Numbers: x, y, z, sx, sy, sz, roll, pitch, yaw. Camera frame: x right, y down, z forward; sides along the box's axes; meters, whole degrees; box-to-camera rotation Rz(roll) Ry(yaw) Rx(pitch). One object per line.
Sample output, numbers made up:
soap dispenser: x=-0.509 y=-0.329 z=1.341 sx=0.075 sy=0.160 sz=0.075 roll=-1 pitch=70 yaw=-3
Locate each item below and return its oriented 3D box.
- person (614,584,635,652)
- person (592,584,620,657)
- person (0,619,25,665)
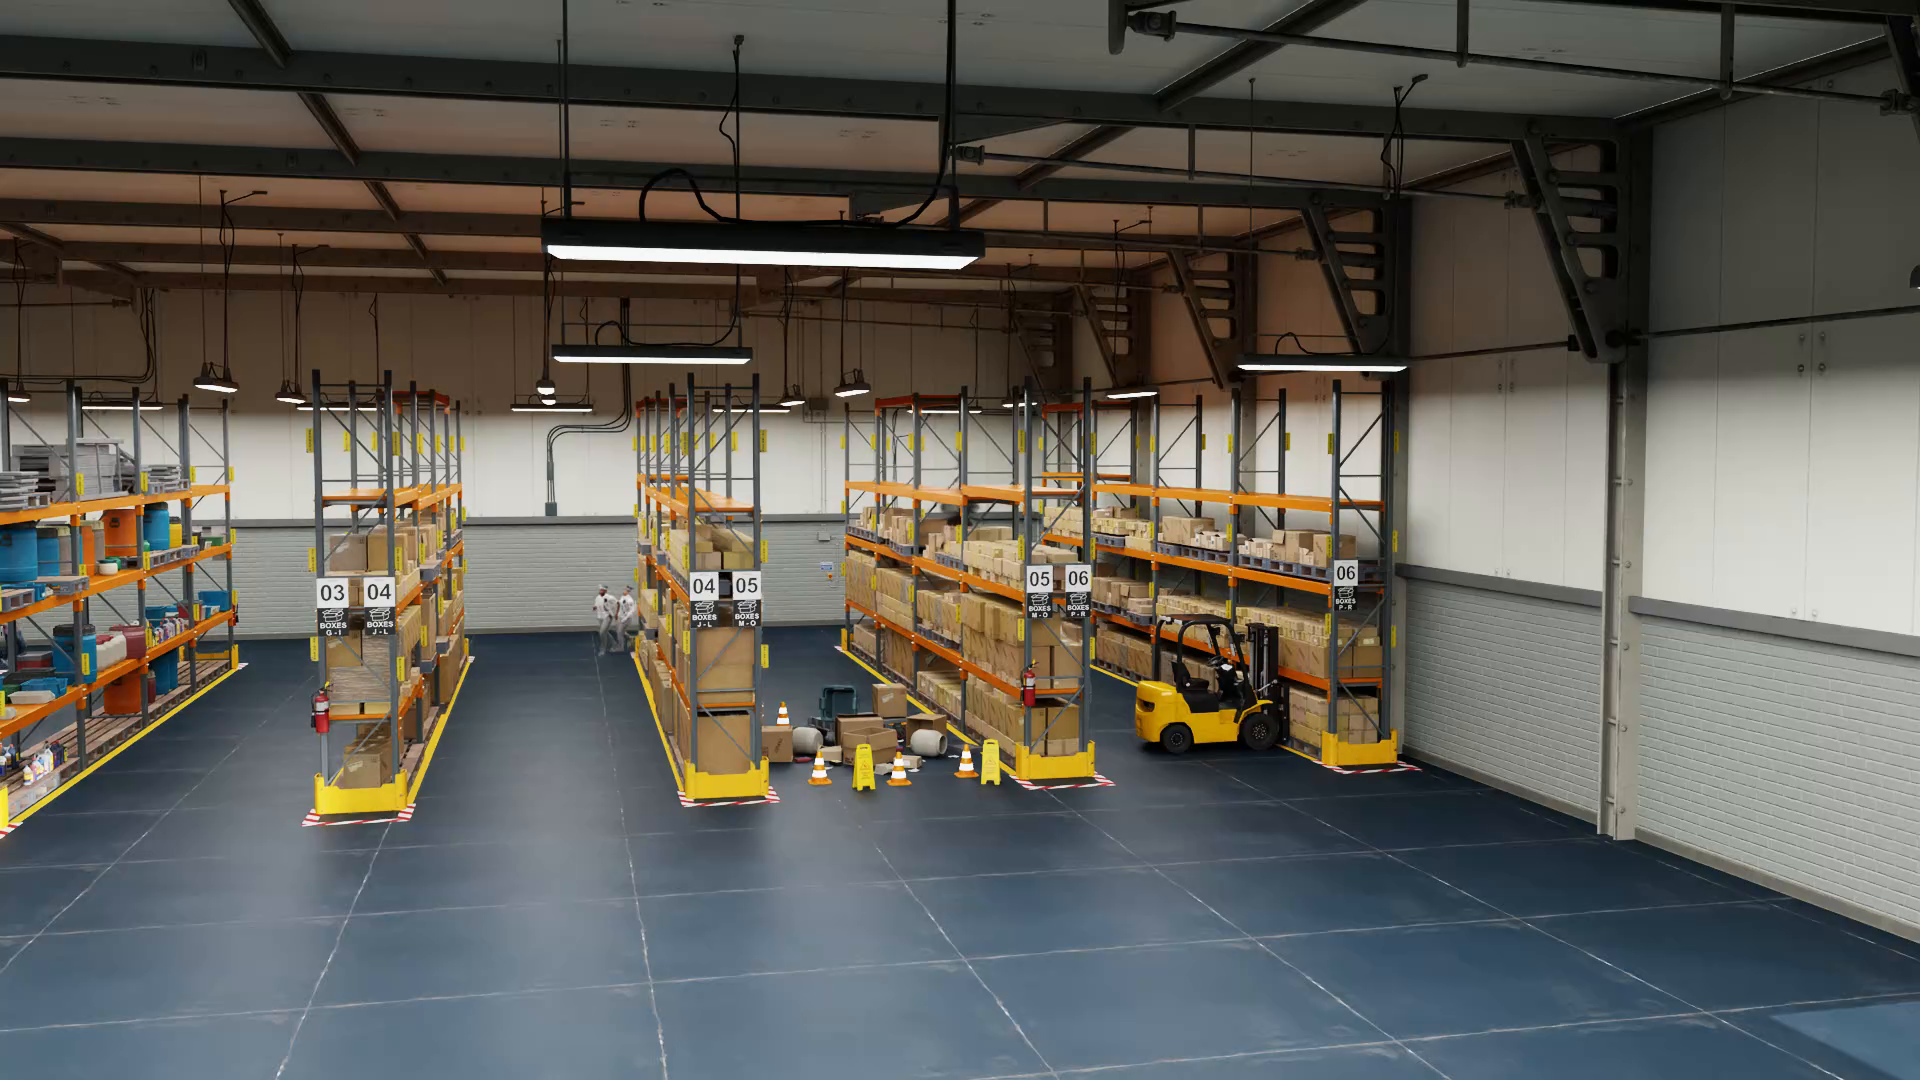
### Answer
person: x=-8.002 y=1.874 z=40.056 sx=0.576 sy=1.640 sz=0.672 roll=-3 pitch=4 yaw=-41
person: x=-8.404 y=1.892 z=39.497 sx=0.593 sy=1.728 sz=0.828 roll=2 pitch=4 yaw=31
person: x=-21.029 y=2.080 z=36.858 sx=0.814 sy=1.586 sz=0.560 roll=1 pitch=4 yaw=20
